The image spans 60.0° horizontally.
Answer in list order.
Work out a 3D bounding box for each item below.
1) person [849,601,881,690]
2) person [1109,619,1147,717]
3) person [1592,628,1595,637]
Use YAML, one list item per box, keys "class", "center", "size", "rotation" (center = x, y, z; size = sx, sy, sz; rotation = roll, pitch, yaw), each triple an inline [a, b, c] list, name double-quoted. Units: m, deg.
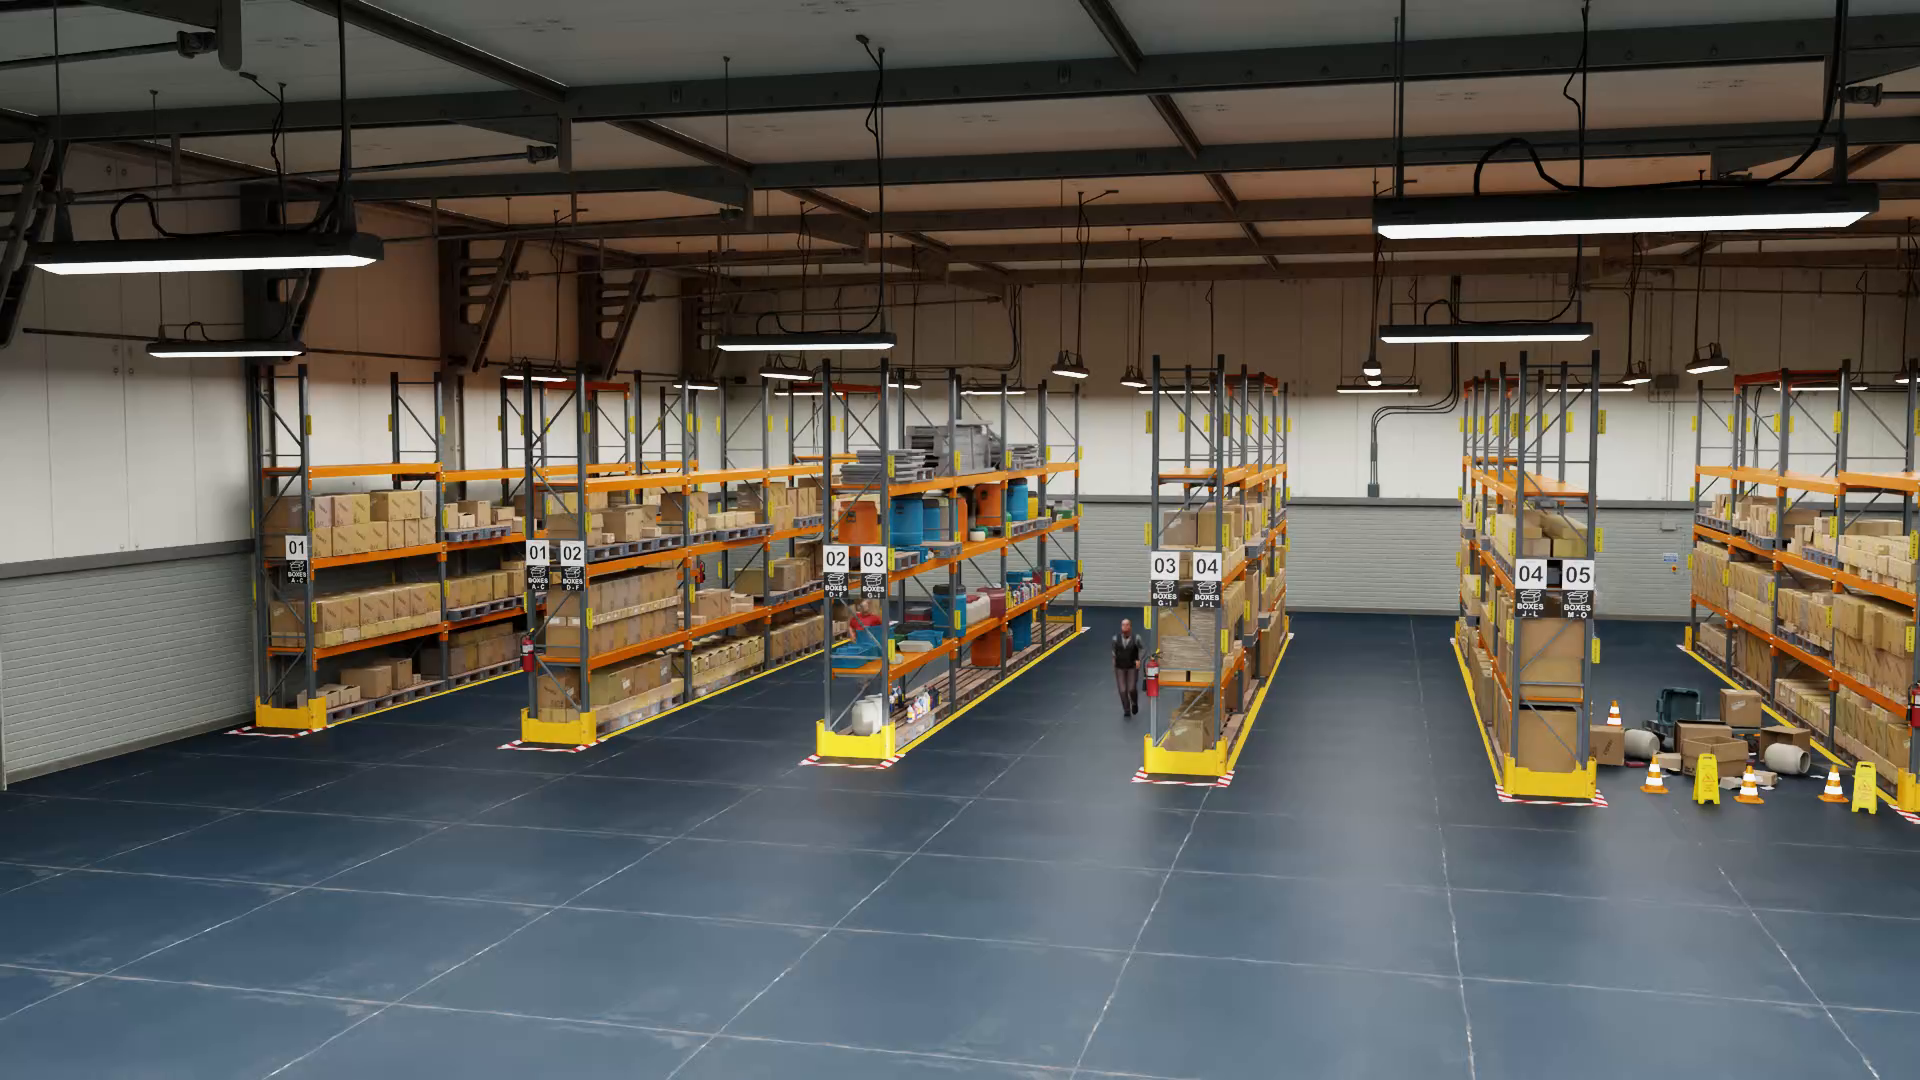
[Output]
- class: "person"
  center: [-1.812, 1.991, 31.470]
  size: [0.658, 1.676, 0.618]
  rotation: [1, 4, 8]
- class: "person"
  center: [2.844, 2.197, 28.387]
  size: [0.635, 1.676, 0.564]
  rotation: [1, 4, 16]
- class: "person"
  center: [14.461, 1.535, 38.748]
  size: [0.682, 1.611, 0.524]
  rotation: [1, 4, 14]
